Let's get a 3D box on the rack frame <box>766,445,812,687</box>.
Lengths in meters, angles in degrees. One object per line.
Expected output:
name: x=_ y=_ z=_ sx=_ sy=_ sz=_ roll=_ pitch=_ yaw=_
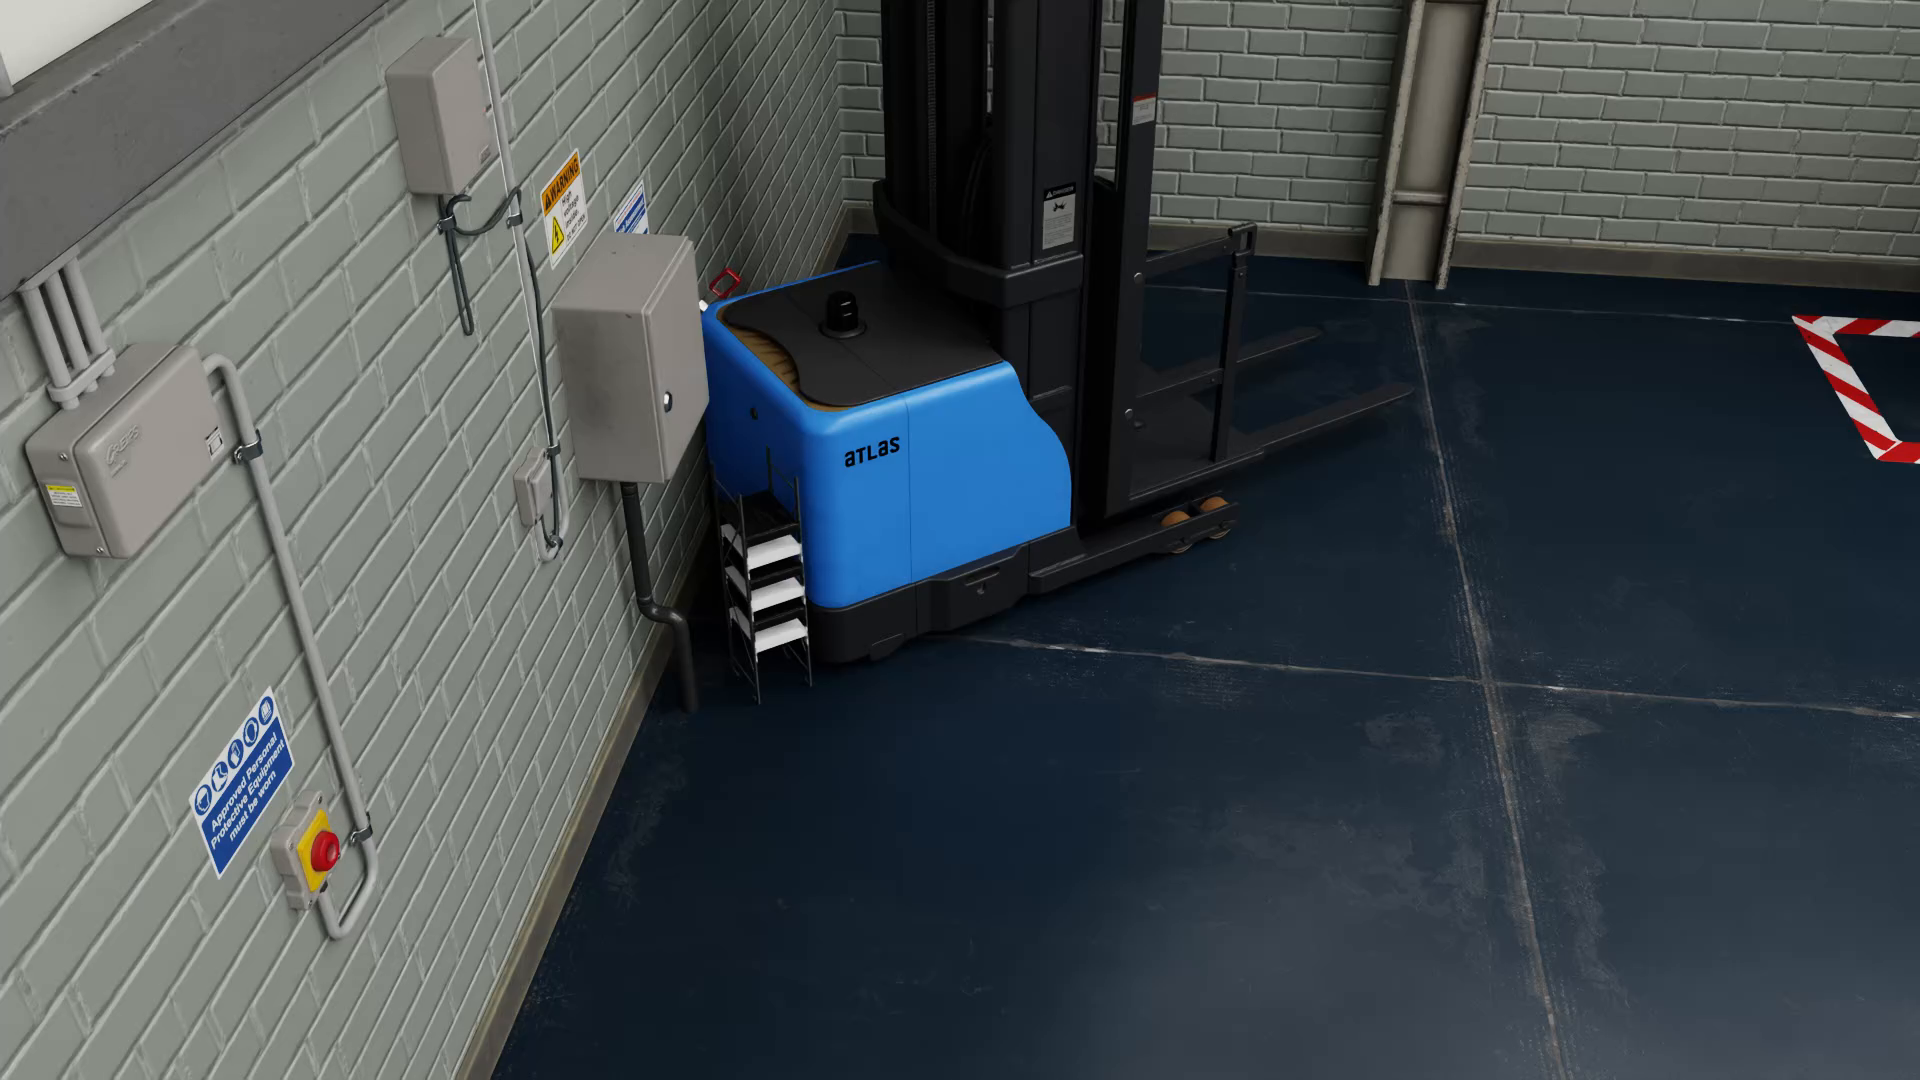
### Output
rack frame: x=-0.598 y=0.102 z=5.832 sx=0.006 sy=0.900 sz=0.240 roll=-19 pitch=40 yaw=-24

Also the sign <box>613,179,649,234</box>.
sign: x=-1.070 y=-0.900 z=5.511 sx=0.001 sy=0.494 sz=0.329 roll=4 pitch=36 yaw=6

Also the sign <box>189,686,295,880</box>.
sign: x=-1.407 y=0.474 z=3.272 sx=0.001 sy=0.218 sz=0.327 roll=4 pitch=36 yaw=6

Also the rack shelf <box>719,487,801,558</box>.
rack shelf: x=-0.686 y=-0.061 z=5.653 sx=0.200 sy=0.077 sz=0.258 roll=-19 pitch=40 yaw=-24

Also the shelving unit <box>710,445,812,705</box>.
shelving unit: x=-0.686 y=0.132 z=5.791 sx=0.210 sy=0.900 sz=0.258 roll=-19 pitch=40 yaw=-24

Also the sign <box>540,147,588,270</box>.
sign: x=-1.140 y=-0.959 z=4.800 sx=0.001 sy=0.242 sz=0.339 roll=4 pitch=36 yaw=6

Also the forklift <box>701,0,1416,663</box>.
forklift: x=0.537 y=-1.383 z=6.165 sx=3.031 sy=2.935 sz=1.130 roll=-20 pitch=40 yaw=-25

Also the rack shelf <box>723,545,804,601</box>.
rack shelf: x=-0.686 y=0.086 z=5.758 sx=0.200 sy=0.077 sz=0.258 roll=-19 pitch=40 yaw=-24

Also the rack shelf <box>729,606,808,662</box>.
rack shelf: x=-0.686 y=0.305 z=5.915 sx=0.200 sy=0.077 sz=0.258 roll=-19 pitch=40 yaw=-24

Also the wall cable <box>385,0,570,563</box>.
wall cable: x=-1.171 y=-0.671 z=4.234 sx=0.122 sy=1.984 sz=0.588 roll=4 pitch=36 yaw=6

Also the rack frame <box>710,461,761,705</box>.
rack frame: x=-0.774 y=0.161 z=5.749 sx=0.006 sy=0.900 sz=0.240 roll=-19 pitch=40 yaw=-24

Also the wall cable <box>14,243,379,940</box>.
wall cable: x=-1.340 y=0.134 z=3.078 sx=0.123 sy=1.953 sz=0.585 roll=4 pitch=36 yaw=6

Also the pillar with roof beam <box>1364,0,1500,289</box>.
pillar with roof beam: x=1.776 y=-2.576 z=2.614 sx=0.400 sy=9.000 sz=9.100 roll=4 pitch=36 yaw=6

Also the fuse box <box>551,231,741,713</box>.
fuse box: x=-0.928 y=-0.115 z=5.438 sx=0.414 sy=1.711 sz=0.539 roll=4 pitch=36 yaw=6

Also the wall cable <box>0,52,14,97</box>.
wall cable: x=-1.422 y=-1.736 z=1.437 sx=0.029 sy=3.000 sz=0.463 roll=4 pitch=36 yaw=6

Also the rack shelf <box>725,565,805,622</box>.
rack shelf: x=-0.686 y=0.159 z=5.810 sx=0.200 sy=0.077 sz=0.258 roll=-19 pitch=40 yaw=-24

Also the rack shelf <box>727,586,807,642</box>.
rack shelf: x=-0.686 y=0.232 z=5.862 sx=0.200 sy=0.077 sz=0.258 roll=-19 pitch=40 yaw=-24

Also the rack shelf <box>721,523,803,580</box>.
rack shelf: x=-0.686 y=0.012 z=5.706 sx=0.200 sy=0.077 sz=0.258 roll=-19 pitch=40 yaw=-24
